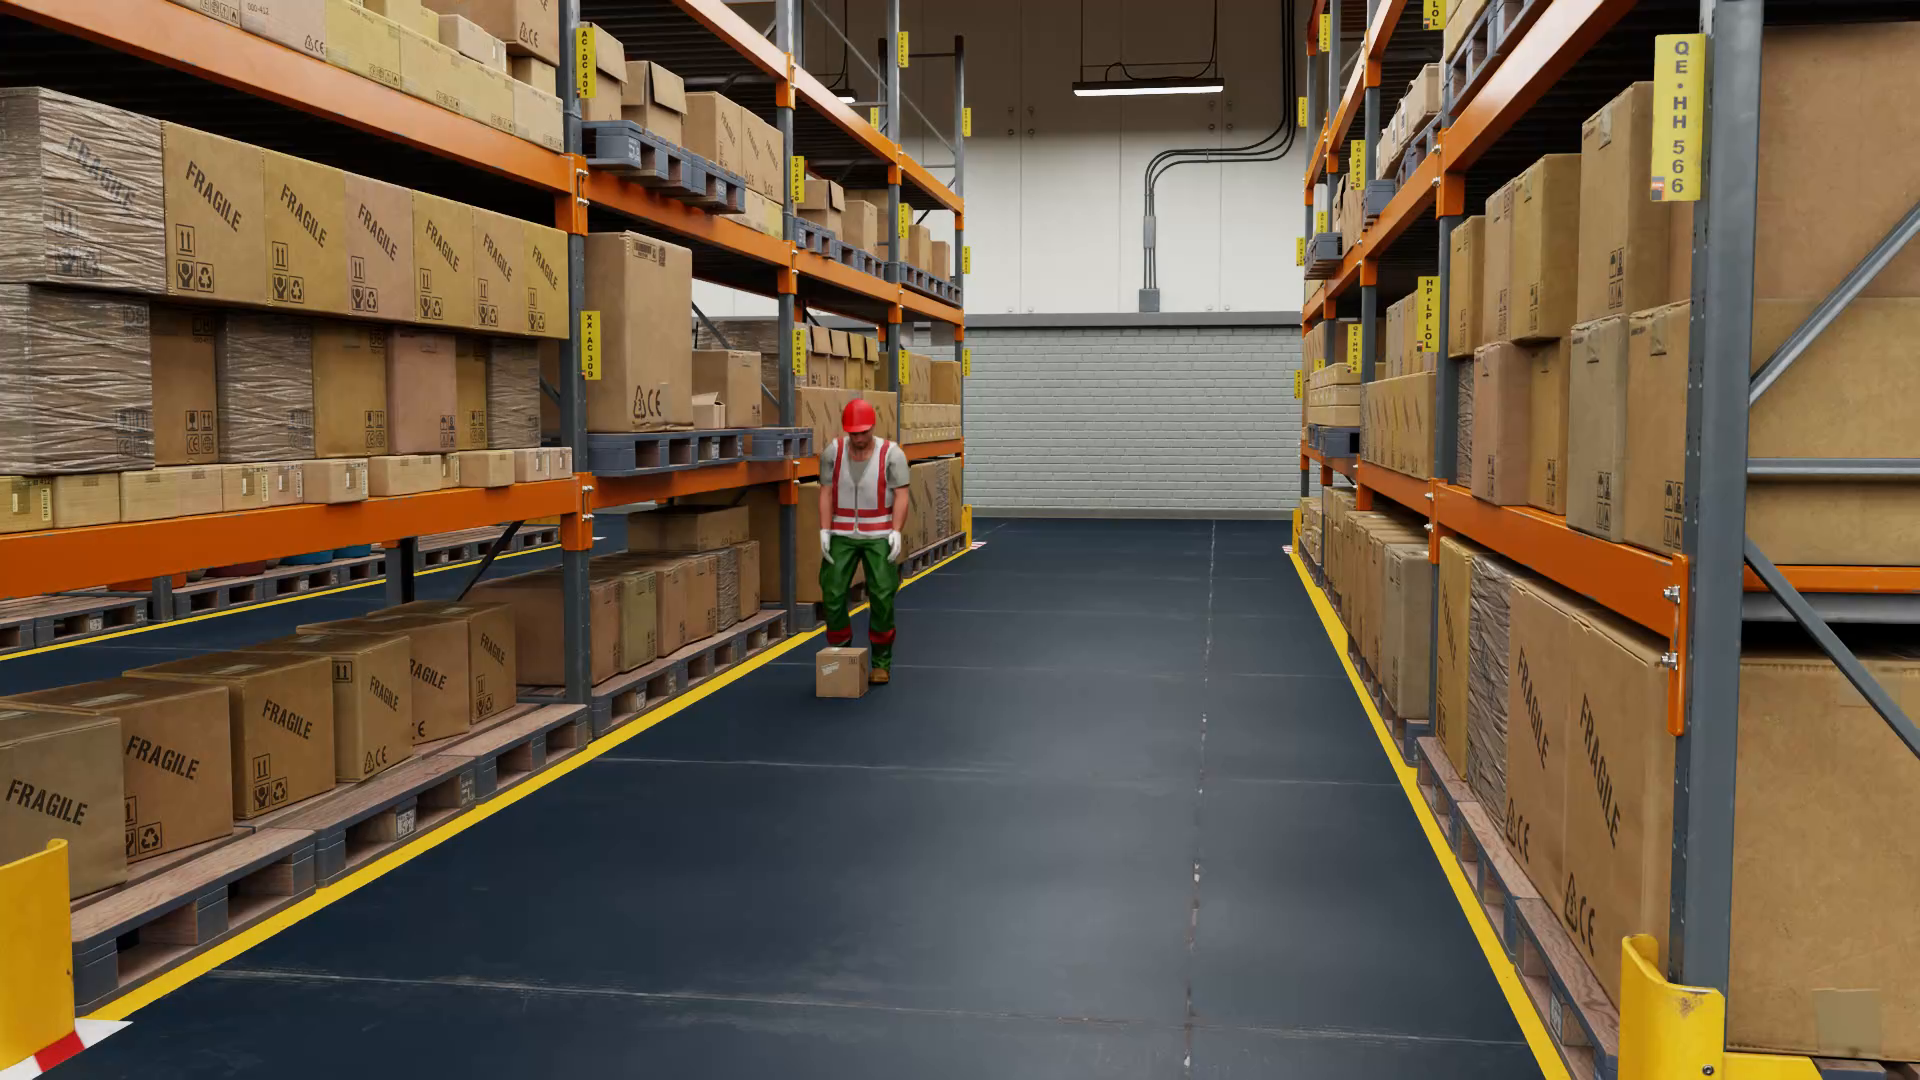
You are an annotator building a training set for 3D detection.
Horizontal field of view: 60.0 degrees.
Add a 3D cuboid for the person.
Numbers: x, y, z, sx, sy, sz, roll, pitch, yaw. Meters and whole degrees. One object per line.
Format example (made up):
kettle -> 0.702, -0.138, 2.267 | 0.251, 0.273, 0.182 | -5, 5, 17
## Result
person -> -0.577, 0.033, 9.931 | 0.564, 1.647, 0.580 | 1, 4, 10
